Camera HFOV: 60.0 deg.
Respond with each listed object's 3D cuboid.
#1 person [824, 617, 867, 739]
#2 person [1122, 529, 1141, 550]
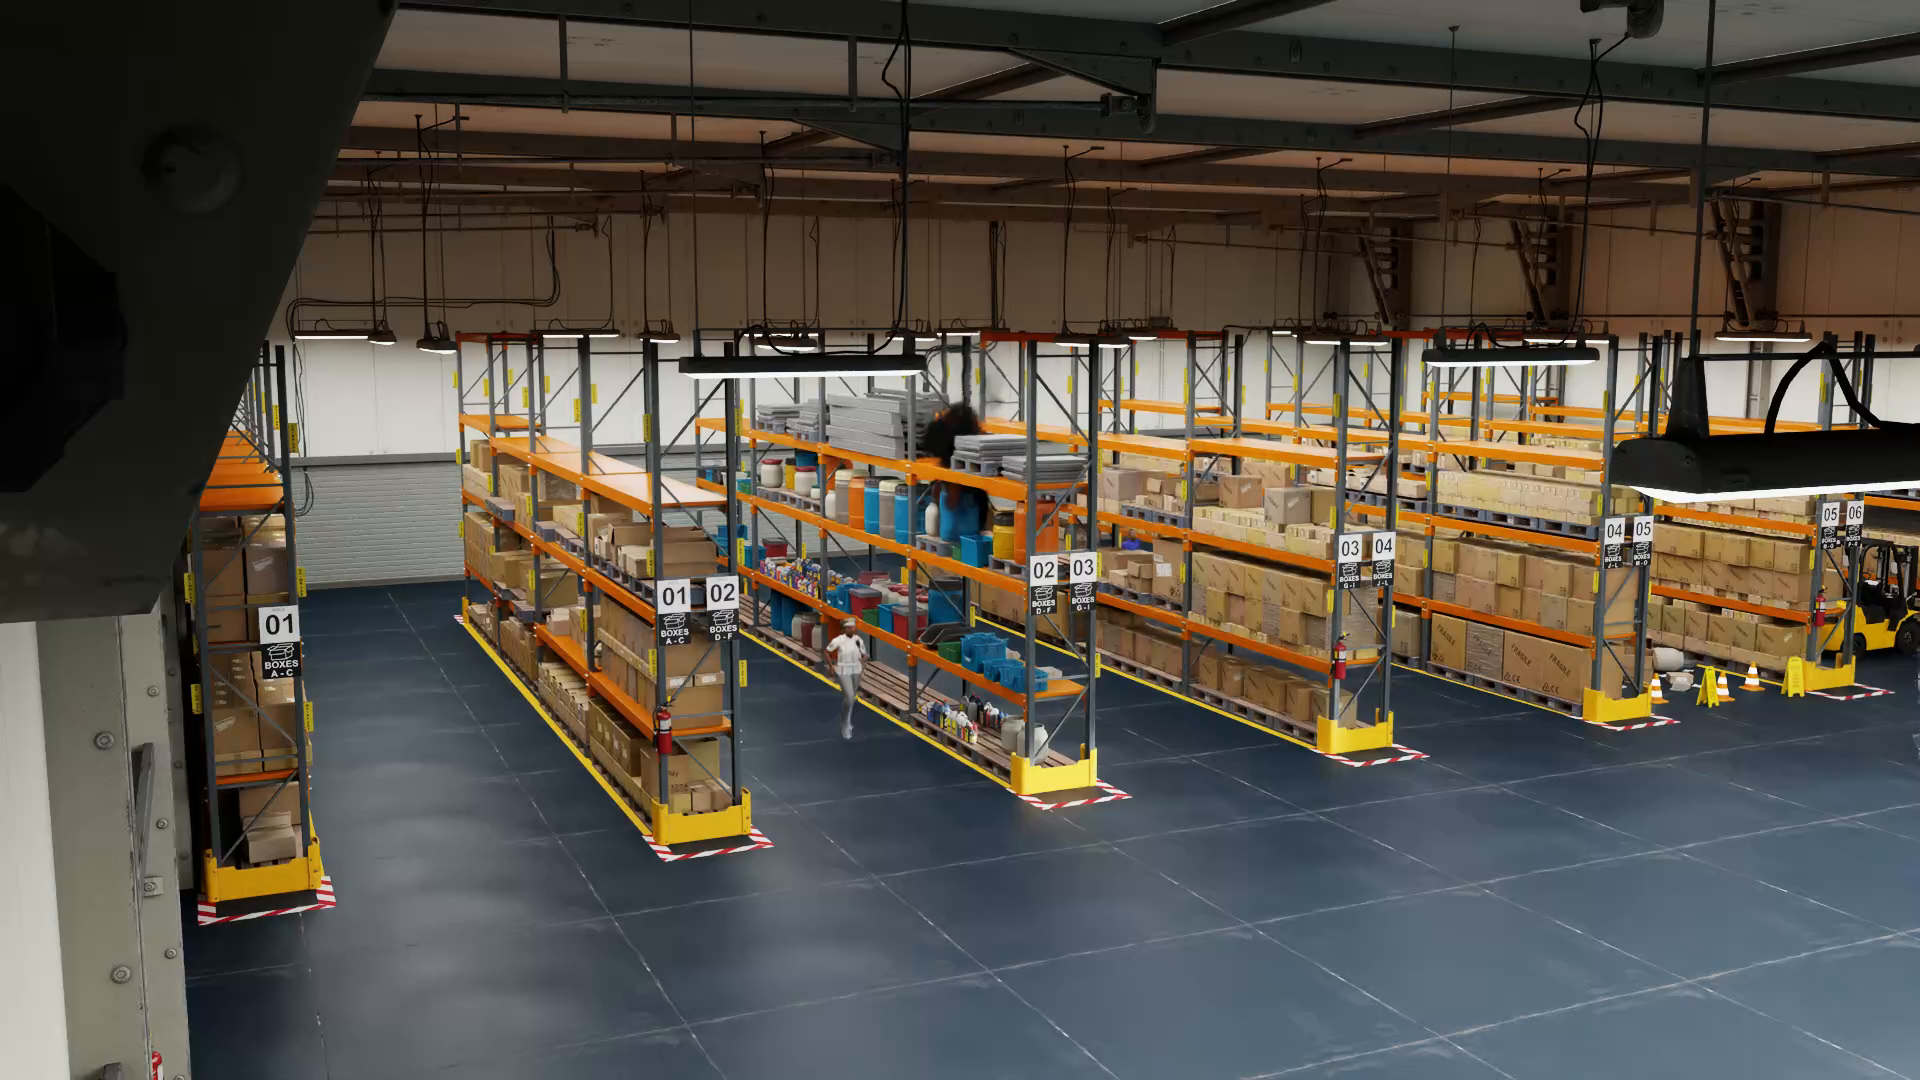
[{"bbox_3d":[-1.598,1.987,24.062,0.545,1.765,0.674,-5,9,-32],"label":"person"},{"bbox_3d":[3.780,0.584,36.655,0.583,1.702,0.887,-3,8,-21],"label":"person"}]
